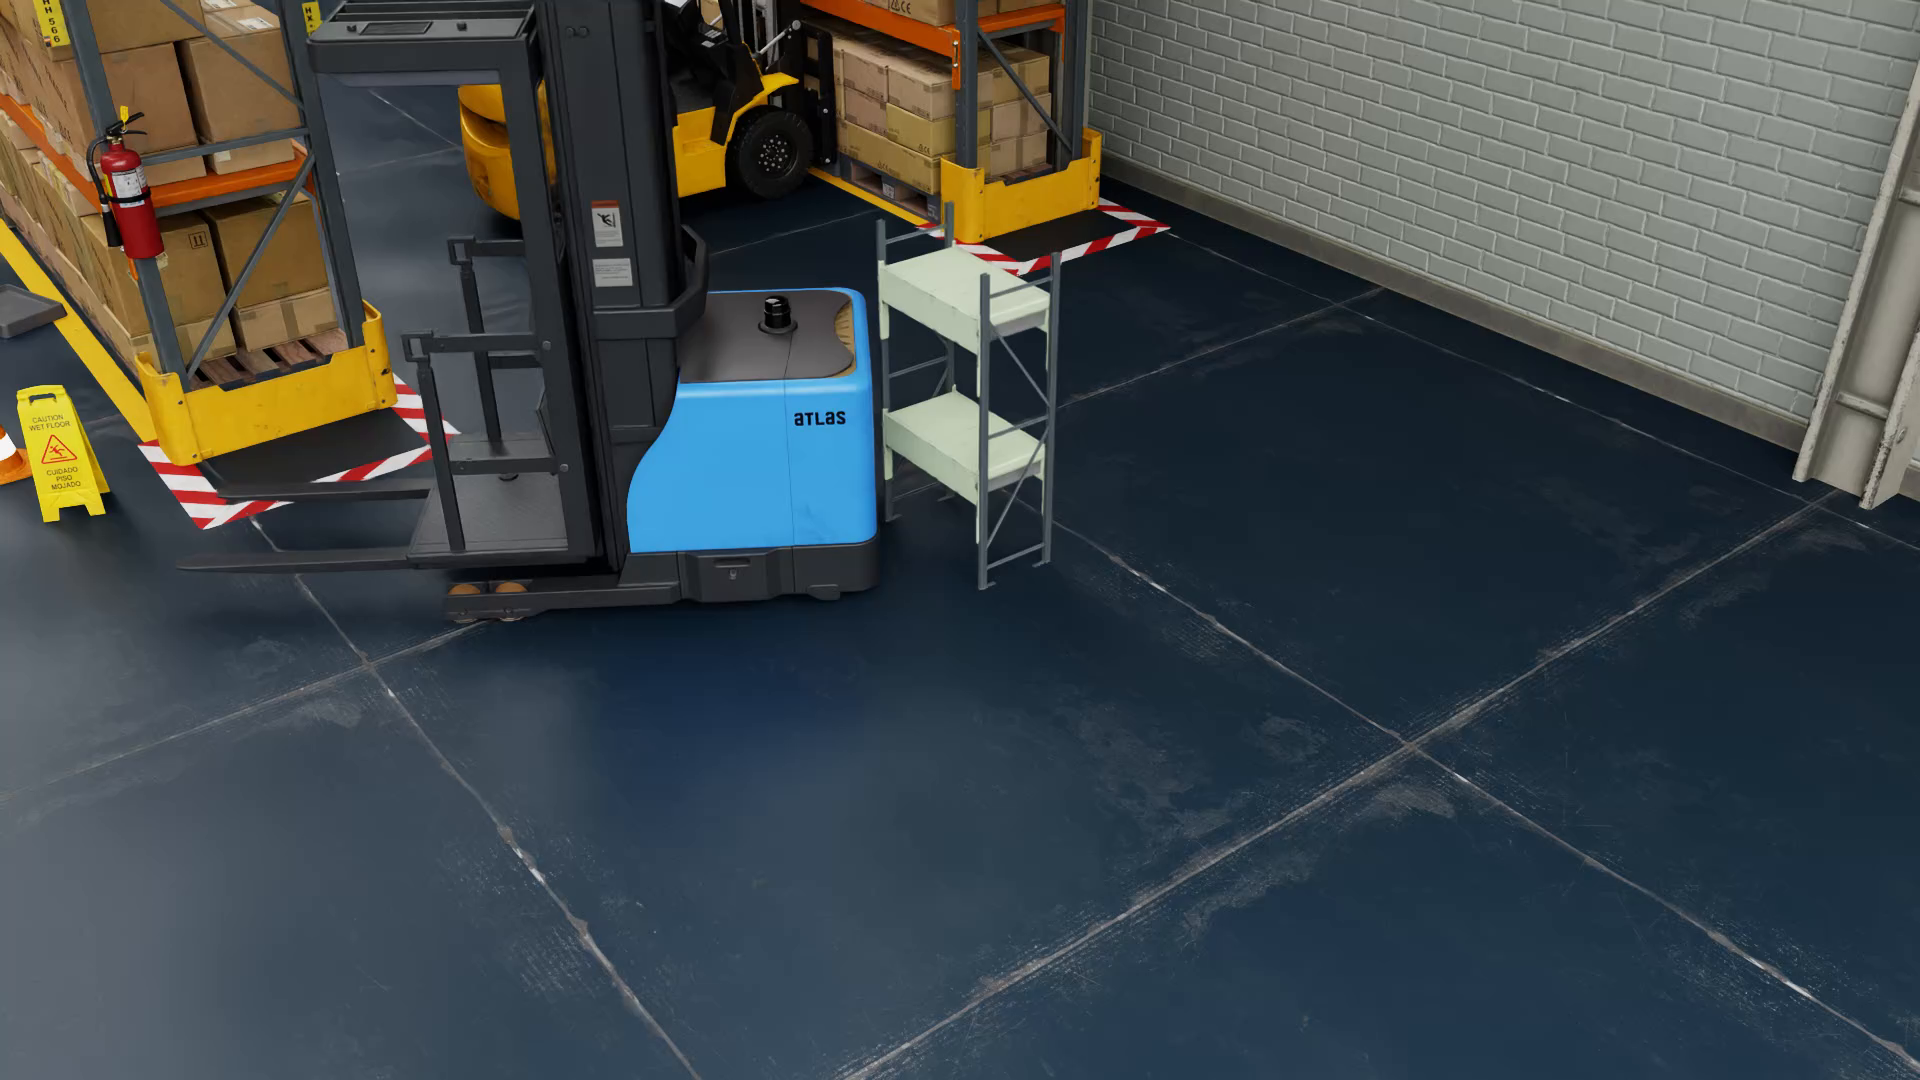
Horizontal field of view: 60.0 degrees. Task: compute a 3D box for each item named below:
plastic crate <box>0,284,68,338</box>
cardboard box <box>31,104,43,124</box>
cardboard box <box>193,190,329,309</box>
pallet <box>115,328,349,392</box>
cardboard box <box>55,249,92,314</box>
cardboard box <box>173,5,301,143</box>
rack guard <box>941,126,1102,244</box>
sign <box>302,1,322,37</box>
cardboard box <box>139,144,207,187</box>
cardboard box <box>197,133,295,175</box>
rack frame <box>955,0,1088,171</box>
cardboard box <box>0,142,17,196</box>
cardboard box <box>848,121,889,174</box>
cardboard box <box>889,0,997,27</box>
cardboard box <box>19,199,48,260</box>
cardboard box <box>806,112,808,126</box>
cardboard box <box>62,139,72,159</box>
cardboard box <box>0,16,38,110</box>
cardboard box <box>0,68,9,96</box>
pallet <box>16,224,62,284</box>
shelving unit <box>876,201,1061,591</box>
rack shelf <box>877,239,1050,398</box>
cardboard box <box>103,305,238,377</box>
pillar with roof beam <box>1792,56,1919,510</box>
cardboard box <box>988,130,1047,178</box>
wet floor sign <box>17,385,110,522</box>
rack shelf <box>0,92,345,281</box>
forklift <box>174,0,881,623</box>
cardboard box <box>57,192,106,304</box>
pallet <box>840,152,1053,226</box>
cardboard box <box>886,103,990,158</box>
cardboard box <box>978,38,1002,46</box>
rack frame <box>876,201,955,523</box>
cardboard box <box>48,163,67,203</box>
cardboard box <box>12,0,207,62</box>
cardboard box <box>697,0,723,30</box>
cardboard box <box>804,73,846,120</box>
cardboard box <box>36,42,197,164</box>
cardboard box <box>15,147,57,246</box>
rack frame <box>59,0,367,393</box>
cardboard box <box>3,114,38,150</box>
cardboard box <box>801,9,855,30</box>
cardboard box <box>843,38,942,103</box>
[{"bbox_3d":[-5.657,-1.368,9.876,0.583,0.080,0.402,18,36,27],"label":"plastic crate"},{"bbox_3d":[-4.757,-2.351,8.930,0.380,0.149,0.250,-23,38,-32],"label":"cardboard box"},{"bbox_3d":[-3.810,-1.625,9.020,0.500,0.500,0.500,-24,39,-33],"label":"cardboard box"},{"bbox_3d":[-4.036,-1.058,9.253,1.003,0.211,1.213,-22,38,-31],"label":"pallet"},{"bbox_3d":[-4.864,-1.555,9.619,0.500,0.250,0.500,-24,39,-33],"label":"cardboard box"},{"bbox_3d":[-3.590,-2.316,8.260,0.500,0.500,0.500,-23,39,-32],"label":"cardboard box"},{"bbox_3d":[0.414,-2.396,11.134,1.175,0.500,0.348,-22,38,-31],"label":"rack guard"},{"bbox_3d":[-3.091,-2.404,7.957,0.100,0.325,0.005,-22,38,-31],"label":"sign"},{"bbox_3d":[-3.917,-1.840,8.108,0.380,0.149,0.250,-21,37,-30],"label":"cardboard box"},{"bbox_3d":[-3.564,-1.962,8.305,0.380,0.149,0.250,-22,38,-31],"label":"cardboard box"},{"bbox_3d":[0.400,-3.468,10.491,1.000,3.000,0.127,-22,38,-31],"label":"rack frame"},{"bbox_3d":[-5.823,-2.523,10.467,0.500,0.500,0.500,-20,37,-29],"label":"cardboard box"},{"bbox_3d":[-0.436,-2.782,11.595,0.500,0.250,0.500,-22,38,-31],"label":"cardboard box"},{"bbox_3d":[-0.110,-3.631,10.658,0.500,0.500,0.500,-23,39,-32],"label":"cardboard box"},{"bbox_3d":[-5.487,-1.986,10.312,0.500,0.250,0.500,-20,37,-29],"label":"cardboard box"},{"bbox_3d":[-1.072,-3.203,12.272,0.500,0.250,0.500,-21,38,-30],"label":"cardboard box"},{"bbox_3d":[-4.301,-2.024,8.404,0.380,0.149,0.250,-23,39,-32],"label":"cardboard box"},{"bbox_3d":[-4.677,-2.586,8.694,0.500,0.500,0.500,-22,38,-32],"label":"cardboard box"},{"bbox_3d":[-5.255,-2.650,9.411,0.380,0.149,0.250,-22,38,-31],"label":"cardboard box"},{"bbox_3d":[-5.532,-2.075,10.890,1.003,0.211,1.213,-22,38,-31],"label":"pallet"},{"bbox_3d":[0.026,-0.632,7.346,0.431,1.500,0.755,-22,38,-31],"label":"shelving unit"},{"bbox_3d":[0.026,-0.963,7.140,0.431,0.370,0.720,-22,38,-31],"label":"rack shelf"},{"bbox_3d":[-4.242,-1.131,8.936,0.500,0.250,0.500,-22,38,-32],"label":"cardboard box"},{"bbox_3d":[0.963,-2.705,3.576,9.100,9.000,0.400,-22,38,-31],"label":"pillar with roof beam"},{"bbox_3d":[0.253,-2.746,11.537,0.500,0.250,0.500,-22,38,-31],"label":"cardboard box"},{"bbox_3d":[-4.248,-0.435,7.839,0.267,0.644,0.232,-10,33,-15],"label":"wet floor sign"},{"bbox_3d":[-4.746,-2.388,9.434,1.077,0.370,4.000,-22,38,-31],"label":"rack shelf"},{"bbox_3d":[-1.893,-1.177,6.866,3.031,2.935,1.130,-2,32,-4],"label":"forklift"},{"bbox_3d":[-4.539,-1.655,9.070,0.500,0.500,0.500,-21,37,-30],"label":"cardboard box"},{"bbox_3d":[-0.103,-2.589,11.718,1.003,0.211,1.213,-22,38,-31],"label":"pallet"},{"bbox_3d":[-0.146,-2.792,11.137,0.500,0.250,0.500,-23,38,-32],"label":"cardboard box"},{"bbox_3d":[-0.055,-3.372,11.596,0.500,0.250,0.500,-22,38,-31],"label":"cardboard box"},{"bbox_3d":[-0.193,-0.786,7.594,0.400,1.500,0.023,-22,38,-31],"label":"rack frame"},{"bbox_3d":[-4.646,-1.952,8.932,0.380,0.149,0.250,-22,38,-31],"label":"cardboard box"},{"bbox_3d":[-4.005,-2.596,7.763,0.700,0.500,0.500,-23,39,-33],"label":"cardboard box"},{"bbox_3d":[-1.699,-4.051,12.689,0.500,0.250,0.500,-22,38,-31],"label":"cardboard box"},{"bbox_3d":[-0.778,-3.213,11.815,0.500,0.250,0.500,-23,39,-32],"label":"cardboard box"},{"bbox_3d":[-4.070,-2.166,8.018,0.500,0.500,0.500,-23,39,-32],"label":"cardboard box"},{"bbox_3d":[-5.169,-2.087,9.765,0.500,0.500,0.500,-20,37,-29],"label":"cardboard box"},{"bbox_3d":[-3.519,-1.860,7.903,1.000,3.000,0.127,-22,38,-31],"label":"rack frame"},{"bbox_3d":[-5.310,-2.402,9.658,0.380,0.149,0.250,-20,37,-29],"label":"cardboard box"},{"bbox_3d":[-1.069,-3.626,12.005,0.500,0.250,0.500,-23,39,-32],"label":"cardboard box"},{"bbox_3d":[-0.447,-3.205,11.328,0.500,0.250,0.500,-22,38,-31],"label":"cardboard box"}]
